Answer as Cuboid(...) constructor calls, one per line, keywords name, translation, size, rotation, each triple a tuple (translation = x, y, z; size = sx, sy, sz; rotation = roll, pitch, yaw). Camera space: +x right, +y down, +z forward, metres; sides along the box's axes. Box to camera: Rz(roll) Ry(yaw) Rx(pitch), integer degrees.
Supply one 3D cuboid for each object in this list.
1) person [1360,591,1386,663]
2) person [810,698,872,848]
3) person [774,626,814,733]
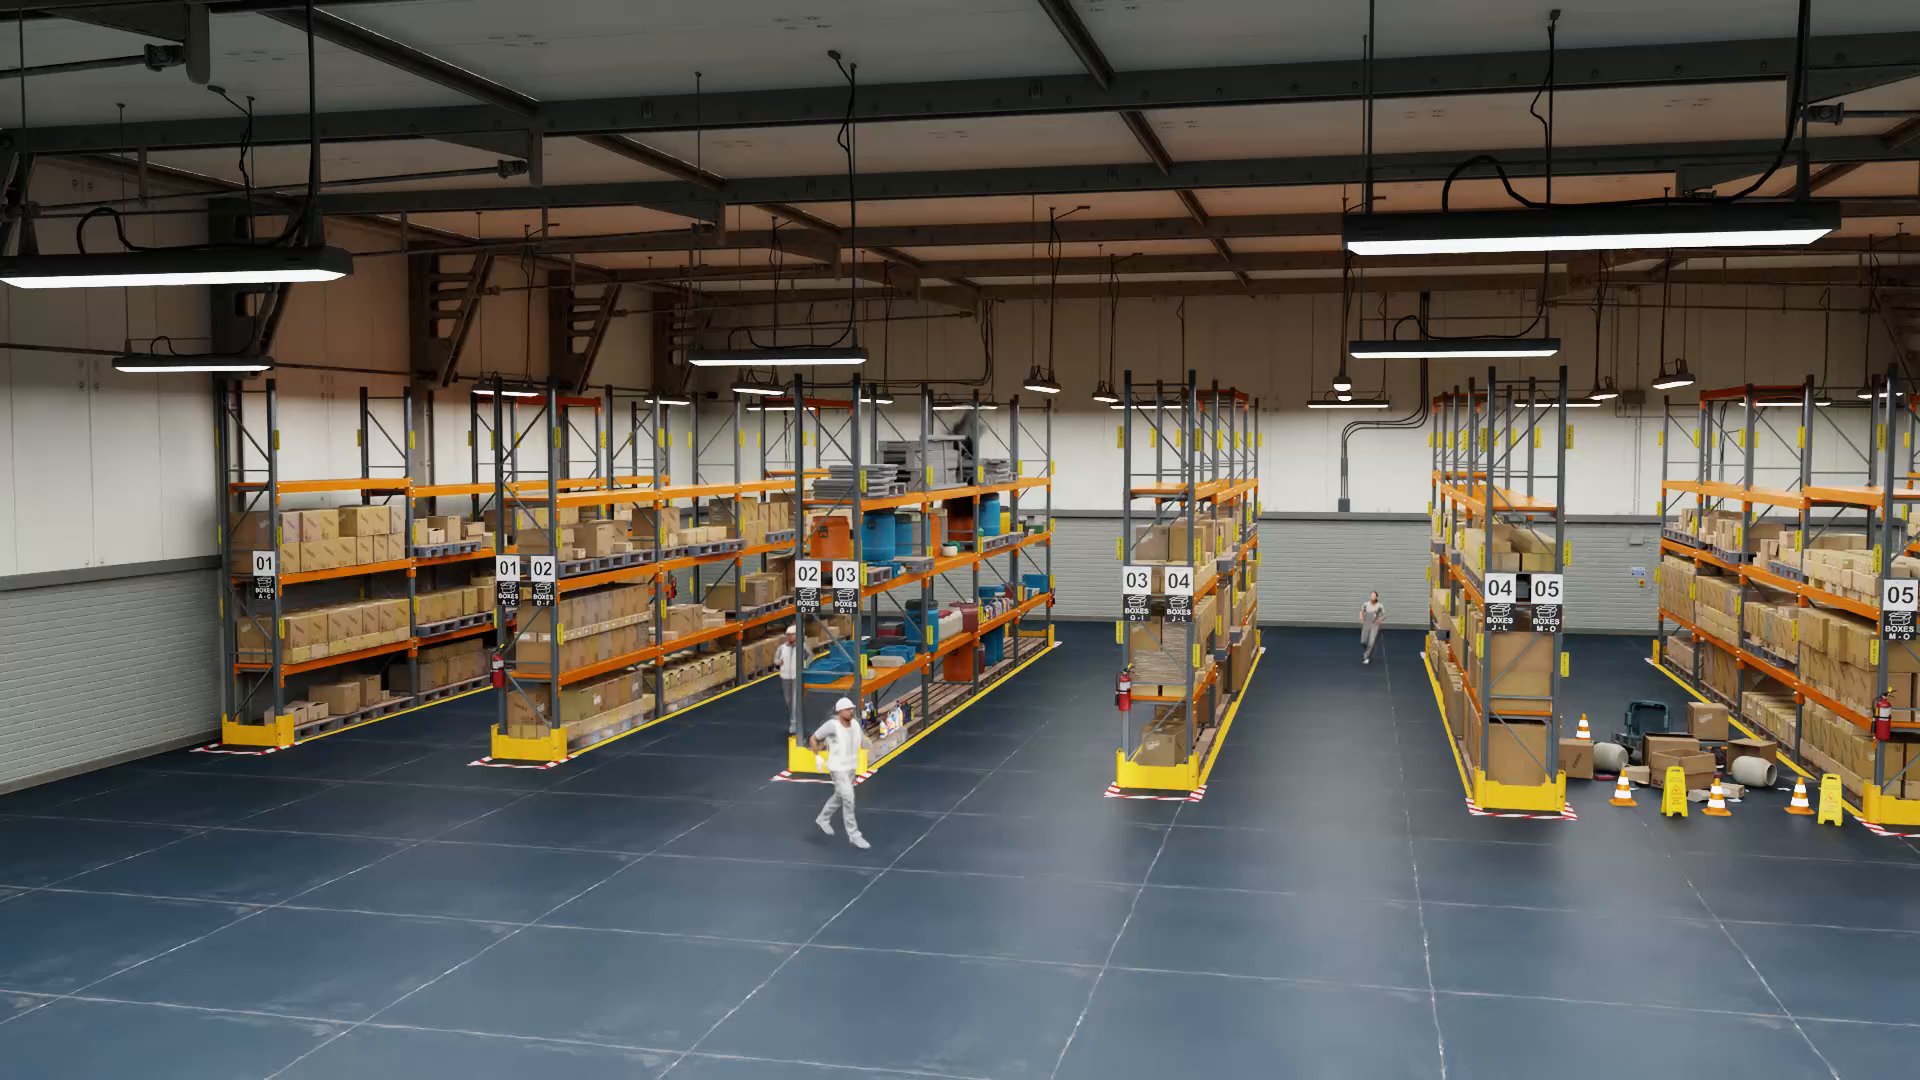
Cuboid(name="person", translation=(9.273, 1.959, 37.390), size=(0.592, 1.615, 0.544), rotation=(2, 4, 25))
Cuboid(name="person", translation=(-1.459, 2.846, 20.576), size=(0.956, 1.803, 0.674), rotation=(3, 4, 37))
Cuboid(name="person", translation=(-2.887, 2.372, 28.659), size=(0.657, 1.776, 0.950), rotation=(0, 3, 6))
